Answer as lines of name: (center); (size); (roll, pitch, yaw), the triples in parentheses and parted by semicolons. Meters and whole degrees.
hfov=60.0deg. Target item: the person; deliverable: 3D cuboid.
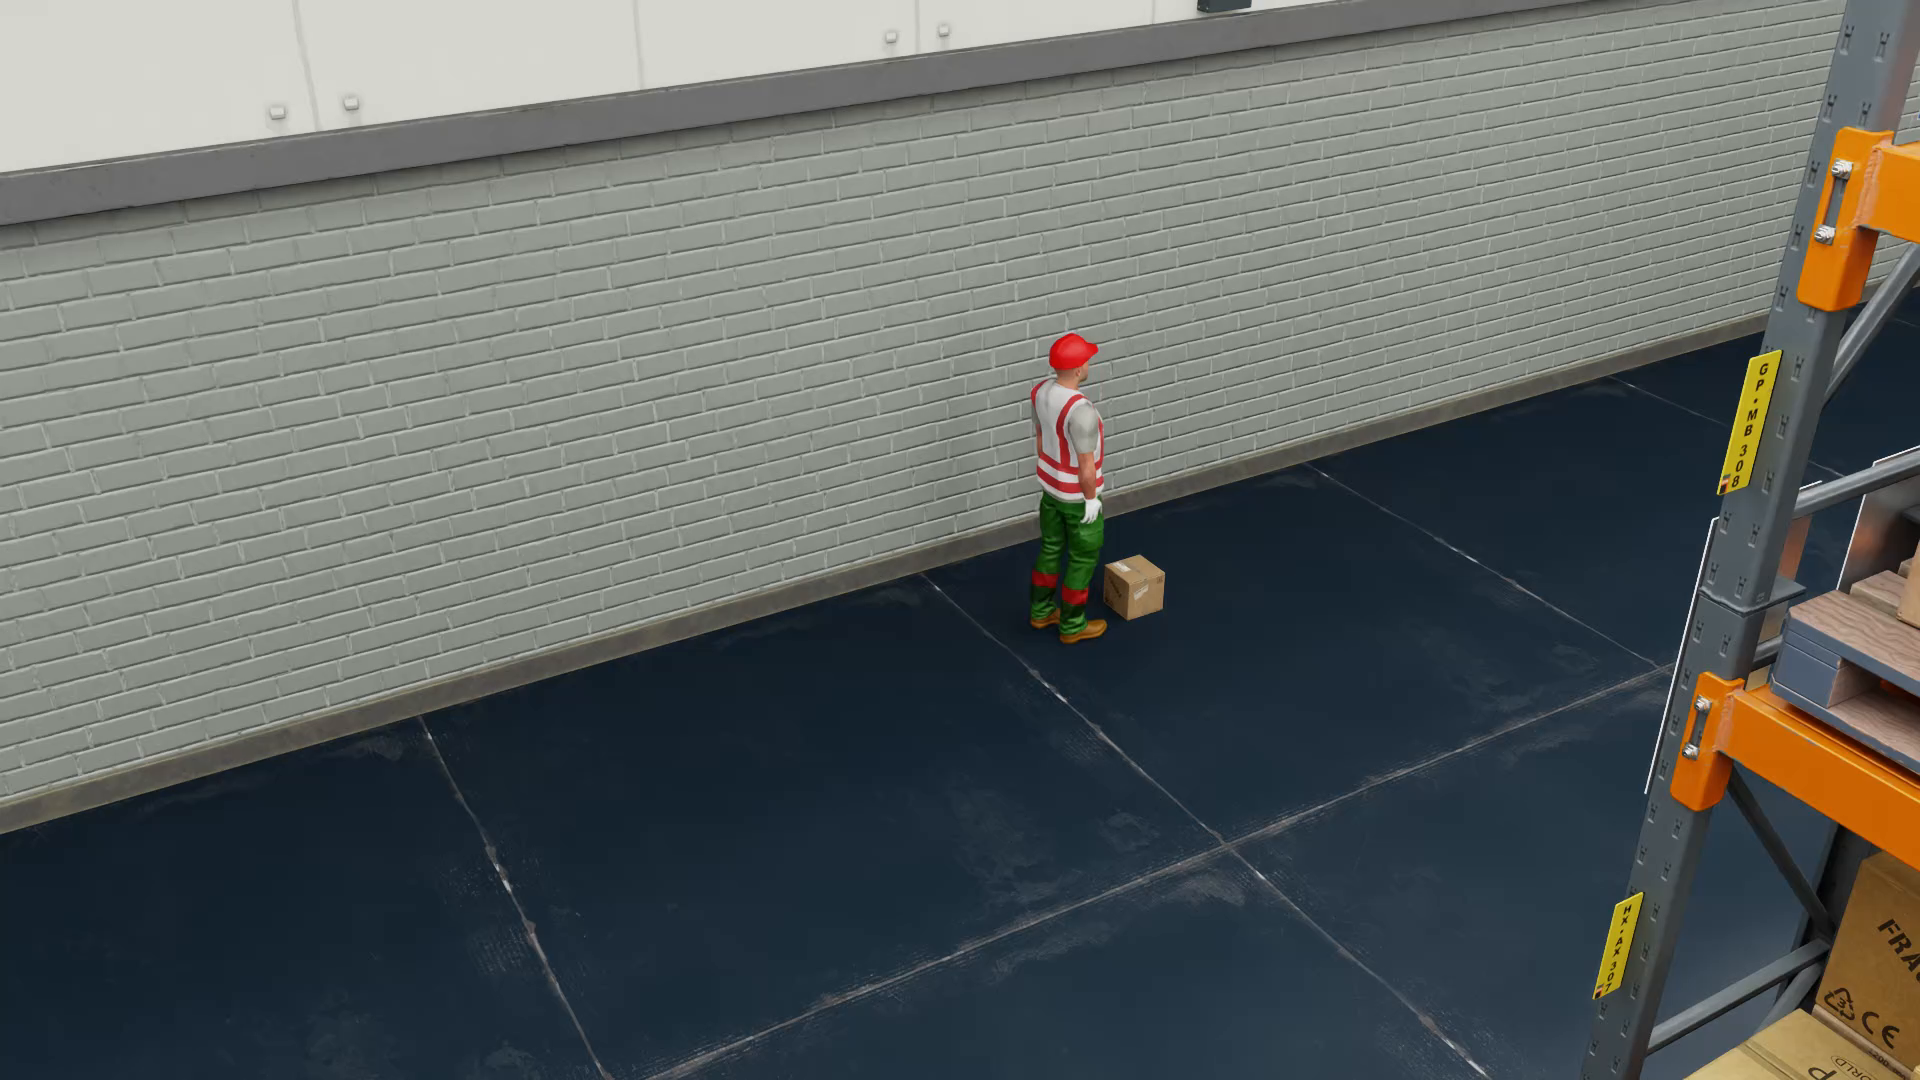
person: (0.607, -0.283, 9.069); (0.365, 1.798, 0.523); (-15, 32, -25)
